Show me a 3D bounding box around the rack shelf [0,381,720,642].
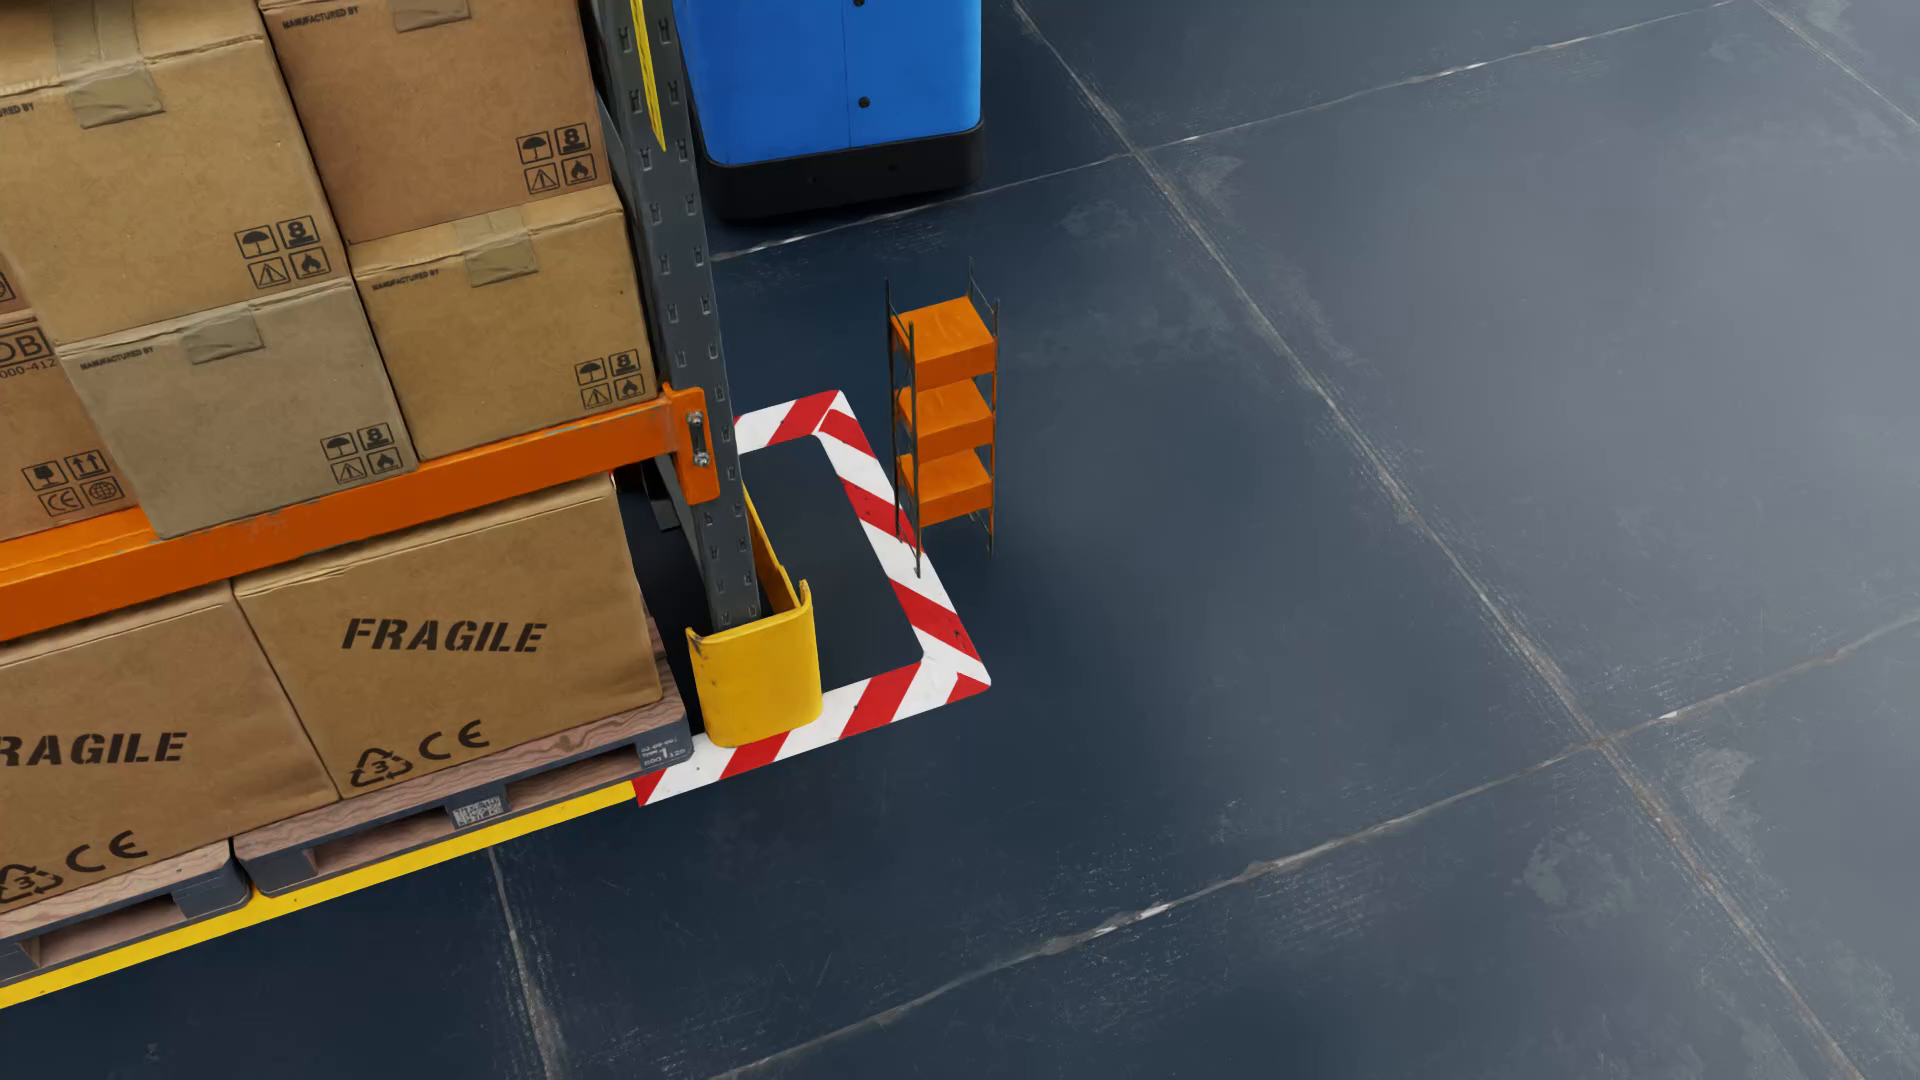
[{"bbox_3d":[-2.632,-0.012,3.757,4.000,0.370,1.077,-17,52,-14],"label":"rack shelf"}]

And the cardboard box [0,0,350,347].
[{"bbox_3d":[-1.613,-0.919,3.251,0.550,0.550,0.875,-17,52,-14],"label":"cardboard box"}]

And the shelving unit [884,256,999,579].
[{"bbox_3d":[-0.049,-0.327,4.839,0.252,1.050,0.215,-17,52,-14],"label":"shelving unit"}]

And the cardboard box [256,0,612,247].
[{"bbox_3d":[-1.139,-1.142,3.443,0.550,0.550,0.875,-17,52,-14],"label":"cardboard box"}]

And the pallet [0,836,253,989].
[{"bbox_3d":[-2.619,0.720,4.493,1.213,0.211,1.003,-17,52,-14],"label":"pallet"}]

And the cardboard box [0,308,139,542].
[{"bbox_3d":[-2.174,-0.485,3.591,0.550,0.550,0.875,-17,52,-14],"label":"cardboard box"}]

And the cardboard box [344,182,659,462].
[{"bbox_3d":[-1.107,-0.731,3.801,0.550,0.550,0.875,-17,52,-14],"label":"cardboard box"}]

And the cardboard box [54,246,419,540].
[{"bbox_3d":[-1.608,-0.558,3.653,0.550,0.550,0.875,-17,52,-14],"label":"cardboard box"}]

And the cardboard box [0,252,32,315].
[{"bbox_3d":[-2.183,-0.854,3.195,0.550,0.550,0.875,-17,52,-14],"label":"cardboard box"}]

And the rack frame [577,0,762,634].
[{"bbox_3d":[-0.781,-0.820,3.977,0.127,3.000,1.000,-17,52,-14],"label":"rack frame"}]

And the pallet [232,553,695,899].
[{"bbox_3d":[-1.491,0.373,4.791,1.213,0.211,1.003,-17,52,-14],"label":"pallet"}]

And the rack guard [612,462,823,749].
[{"bbox_3d":[-0.758,-0.013,4.931,0.348,0.500,1.175,-17,52,-14],"label":"rack guard"}]

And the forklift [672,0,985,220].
[{"bbox_3d":[-0.759,-3.289,6.143,1.130,2.935,3.031,-11,50,-9],"label":"forklift"}]

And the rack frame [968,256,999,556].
[{"bbox_3d":[0.064,-0.362,4.869,0.008,1.050,0.200,-17,52,-14],"label":"rack frame"}]

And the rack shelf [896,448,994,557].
[{"bbox_3d":[-0.049,-0.139,5.057,0.240,0.259,0.215,-17,52,-14],"label":"rack shelf"}]

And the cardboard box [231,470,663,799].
[{"bbox_3d":[-1.383,-0.024,4.417,0.875,0.875,0.875,-17,51,-14],"label":"cardboard box"}]

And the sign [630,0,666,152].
[{"bbox_3d":[-0.588,-0.890,3.117,0.005,0.325,0.100,-17,52,-14],"label":"sign"}]

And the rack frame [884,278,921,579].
[{"bbox_3d":[-0.162,-0.292,4.808,0.008,1.050,0.200,-17,52,-14],"label":"rack frame"}]

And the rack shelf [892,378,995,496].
[{"bbox_3d":[-0.049,-0.320,4.847,0.240,0.259,0.215,-17,52,-14],"label":"rack shelf"}]

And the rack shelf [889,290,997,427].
[{"bbox_3d":[-0.049,-0.505,4.631,0.240,0.259,0.215,-17,52,-14],"label":"rack shelf"}]

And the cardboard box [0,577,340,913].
[{"bbox_3d":[-2.197,0.230,4.199,0.875,0.875,0.875,-18,52,-15],"label":"cardboard box"}]
